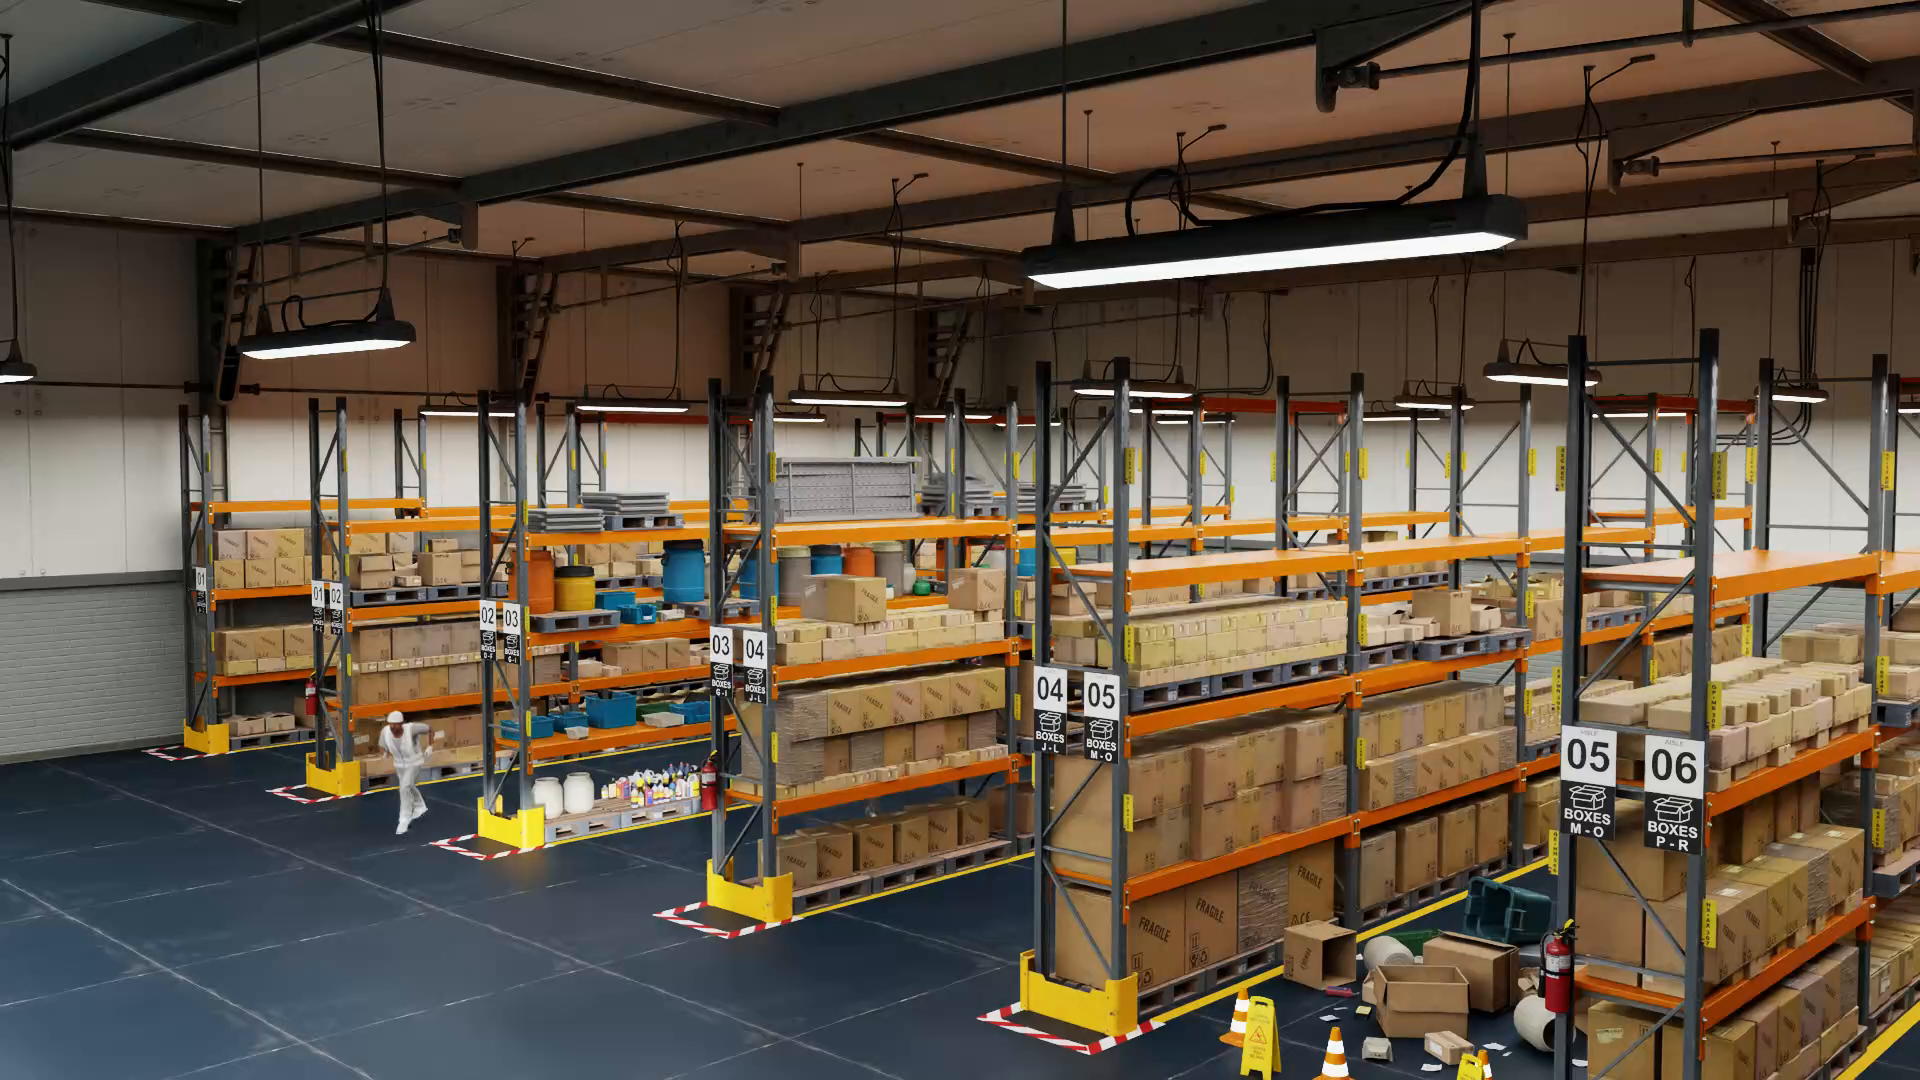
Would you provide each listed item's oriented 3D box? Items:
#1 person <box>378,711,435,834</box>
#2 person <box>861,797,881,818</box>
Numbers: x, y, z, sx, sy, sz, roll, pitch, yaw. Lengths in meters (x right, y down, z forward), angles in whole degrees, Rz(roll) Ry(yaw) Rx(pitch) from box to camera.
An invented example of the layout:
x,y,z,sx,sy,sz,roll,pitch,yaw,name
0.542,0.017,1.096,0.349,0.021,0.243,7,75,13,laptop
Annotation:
x,y,z,sx,sy,sz,roll,pitch,yaw,name
-7.561,3.151,22.850,0.729,1.724,1.027,0,3,7,person
-1.314,3.161,23.071,0.496,1.526,0.695,2,4,37,person
